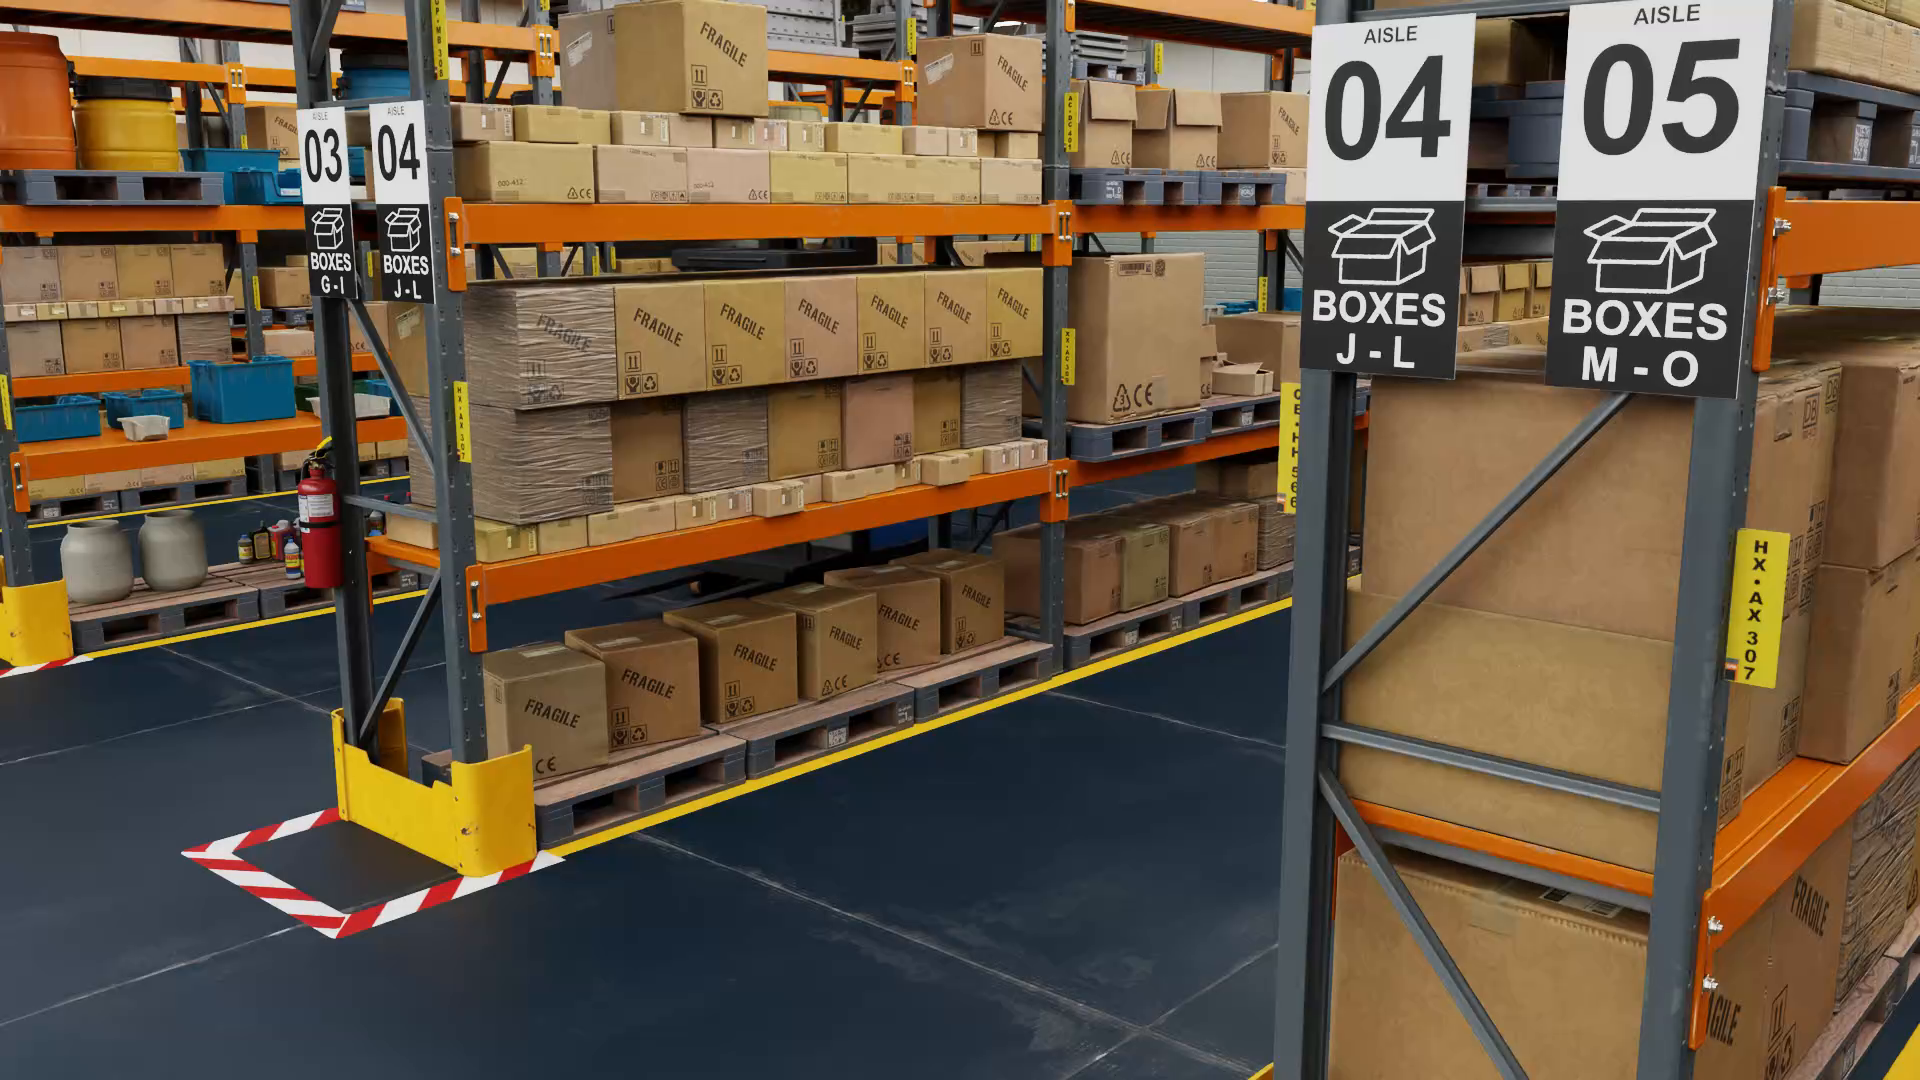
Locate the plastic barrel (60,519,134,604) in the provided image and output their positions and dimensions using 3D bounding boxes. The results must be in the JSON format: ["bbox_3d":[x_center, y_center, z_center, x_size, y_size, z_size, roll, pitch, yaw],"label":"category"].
[{"bbox_3d":[-5.770,0.142,11.120,0.421,0.512,0.421,0,11,0],"label":"plastic barrel"}]

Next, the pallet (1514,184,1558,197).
[{"bbox_3d":[4.927,-3.126,15.034,0.805,0.209,1.217,9,14,38],"label":"pallet"}]

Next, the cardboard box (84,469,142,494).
[{"bbox_3d":[-8.023,-0.608,15.544,0.500,0.250,0.500,10,15,40],"label":"cardboard box"}]

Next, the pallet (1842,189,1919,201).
[{"bbox_3d":[4.442,-1.575,7.270,0.805,0.209,1.217,9,14,38],"label":"pallet"}]

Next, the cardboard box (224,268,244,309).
[{"bbox_3d":[-9.416,-3.231,21.351,0.700,0.500,0.500,10,15,40],"label":"cardboard box"}]

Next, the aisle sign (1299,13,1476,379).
[{"bbox_3d":[0.961,-0.772,3.779,0.394,0.787,0.004,10,15,40],"label":"aisle sign"}]

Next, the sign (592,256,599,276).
[{"bbox_3d":[-4.165,-3.079,19.015,0.100,0.325,0.005,10,15,40],"label":"sign"}]

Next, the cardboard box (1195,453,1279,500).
[{"bbox_3d":[2.093,-0.478,12.288,0.500,0.250,0.500,-10,15,-41],"label":"cardboard box"}]

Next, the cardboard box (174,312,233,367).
[{"bbox_3d":[-7.513,-1.977,16.198,0.700,0.500,0.500,9,15,39],"label":"cardboard box"}]

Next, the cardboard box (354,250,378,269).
[{"bbox_3d":[-8.203,-3.896,23.077,0.500,0.250,0.500,10,15,42],"label":"cardboard box"}]

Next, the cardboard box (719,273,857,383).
[{"bbox_3d":[-0.868,-1.076,8.374,0.500,0.500,0.500,10,15,40],"label":"cardboard box"}]

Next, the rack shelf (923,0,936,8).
[{"bbox_3d":[-1.106,-3.006,8.133,1.077,0.370,4.000,10,15,40],"label":"rack shelf"}]

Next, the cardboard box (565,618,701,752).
[{"bbox_3d":[-1.632,0.713,8.292,0.500,0.500,0.500,-7,13,-33],"label":"cardboard box"}]

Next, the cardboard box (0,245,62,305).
[{"bbox_3d":[-8.506,-2.392,14.962,0.700,0.500,0.500,10,15,40],"label":"cardboard box"}]

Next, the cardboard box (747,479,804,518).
[{"bbox_3d":[-0.996,-0.221,8.299,0.380,0.149,0.250,10,15,40],"label":"cardboard box"}]

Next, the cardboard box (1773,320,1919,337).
[{"bbox_3d":[2.869,-0.453,5.679,0.875,0.550,0.550,10,15,40],"label":"cardboard box"}]

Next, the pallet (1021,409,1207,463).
[{"bbox_3d":[0.828,-0.713,10.611,1.003,0.211,1.213,10,15,40],"label":"pallet"}]

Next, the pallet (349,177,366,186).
[{"bbox_3d":[-3.909,-2.613,12.459,1.213,0.211,1.003,10,15,40],"label":"pallet"}]

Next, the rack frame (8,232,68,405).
[{"bbox_3d":[-10.948,-2.634,19.742,1.000,3.000,0.127,10,15,40],"label":"rack frame"}]

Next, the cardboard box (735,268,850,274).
[{"bbox_3d":[-0.933,-1.218,9.082,0.500,0.500,0.500,10,15,40],"label":"cardboard box"}]

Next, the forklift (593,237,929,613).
[{"bbox_3d":[-1.332,-1.033,11.900,1.130,2.935,3.031,8,14,33],"label":"forklift"}]

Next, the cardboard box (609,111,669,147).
[{"bbox_3d":[-1.519,-1.838,7.460,0.380,0.149,0.250,11,15,43],"label":"cardboard box"}]

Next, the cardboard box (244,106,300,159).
[{"bbox_3d":[-6.788,-4.051,16.574,0.500,0.500,0.500,10,15,41],"label":"cardboard box"}]

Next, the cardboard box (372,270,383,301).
[{"bbox_3d":[-7.795,-3.466,22.840,0.500,0.500,0.500,10,15,42],"label":"cardboard box"}]

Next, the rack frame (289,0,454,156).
[{"bbox_3d":[-2.426,-3.067,6.589,1.000,3.000,0.127,10,15,40],"label":"rack frame"}]

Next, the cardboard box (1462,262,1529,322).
[{"bbox_3d":[4.618,-2.237,14.934,0.797,0.503,0.637,10,15,41],"label":"cardboard box"}]

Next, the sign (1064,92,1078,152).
[{"bbox_3d":[0.627,-2.369,9.433,0.100,0.325,0.005,10,15,40],"label":"sign"}]

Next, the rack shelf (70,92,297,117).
[{"bbox_3d":[-9.628,-5.322,20.738,1.077,0.370,4.000,10,15,40],"label":"rack shelf"}]

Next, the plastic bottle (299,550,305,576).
[{"bbox_3d":[-4.647,0.150,11.824,0.097,0.201,0.097,0,11,0],"label":"plastic bottle"}]

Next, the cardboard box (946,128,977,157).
[{"bbox_3d":[-0.129,-2.145,9.000,0.380,0.149,0.250,9,14,38],"label":"cardboard box"}]

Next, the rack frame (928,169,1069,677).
[{"bbox_3d":[0.214,-0.713,10.123,1.000,3.000,0.127,10,15,40],"label":"rack frame"}]

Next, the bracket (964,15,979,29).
[{"bbox_3d":[0.211,-9.980,32.012,0.235,0.232,0.430,10,15,40],"label":"bracket"}]

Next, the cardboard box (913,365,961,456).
[{"bbox_3d":[-0.486,-0.781,9.447,0.875,0.500,0.500,10,15,40],"label":"cardboard box"}]

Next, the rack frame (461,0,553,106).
[{"bbox_3d":[-3.506,-4.295,12.742,1.000,3.000,0.127,10,15,40],"label":"rack frame"}]

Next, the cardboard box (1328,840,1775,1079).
[{"bbox_3d":[1.631,1.259,4.601,0.875,0.875,0.875,10,15,41],"label":"cardboard box"}]

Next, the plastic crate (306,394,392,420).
[{"bbox_3d":[-4.388,-0.953,11.995,0.530,0.136,0.437,10,15,40],"label":"plastic crate"}]

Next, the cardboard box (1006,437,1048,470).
[{"bbox_3d":[0.293,-0.520,9.799,0.380,0.149,0.250,10,15,40],"label":"cardboard box"}]

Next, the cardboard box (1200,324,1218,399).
[{"bbox_3d":[1.289,-1.237,11.409,0.637,0.503,0.797,-10,15,-42],"label":"cardboard box"}]

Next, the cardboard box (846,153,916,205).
[{"bbox_3d":[-0.575,-1.859,8.583,0.500,0.250,0.500,10,15,40],"label":"cardboard box"}]

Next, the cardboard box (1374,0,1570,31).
[{"bbox_3d":[1.346,-1.375,4.074,0.500,0.250,0.500,10,15,41],"label":"cardboard box"}]

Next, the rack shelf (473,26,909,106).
[{"bbox_3d":[-2.186,-4.041,14.325,1.077,0.370,4.000,10,15,40],"label":"rack shelf"}]

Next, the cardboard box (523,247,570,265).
[{"bbox_3d":[-6.128,-4.208,24.641,0.500,0.250,0.500,10,15,42],"label":"cardboard box"}]

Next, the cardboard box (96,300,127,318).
[{"bbox_3d":[-7.916,-2.144,15.378,0.380,0.149,0.250,10,15,40],"label":"cardboard box"}]

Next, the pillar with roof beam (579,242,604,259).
[{"bbox_3d":[-2.621,-6.412,23.337,9.100,9.000,0.400,10,15,40],"label":"pillar with roof beam"}]

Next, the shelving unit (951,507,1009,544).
[{"bbox_3d":[0.109,-1.054,14.127,0.431,2.100,0.503,10,15,40],"label":"shelving unit"}]

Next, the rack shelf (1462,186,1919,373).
[{"bbox_3d":[2.553,-0.881,5.141,1.077,0.370,4.000,10,15,40],"label":"rack shelf"}]

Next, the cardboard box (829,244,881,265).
[{"bbox_3d":[-1.421,-3.744,22.489,0.500,0.500,0.500,10,15,42],"label":"cardboard box"}]

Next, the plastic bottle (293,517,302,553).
[{"bbox_3d":[-4.985,-0.026,12.513,0.152,0.276,0.135,9,15,39],"label":"plastic bottle"}]

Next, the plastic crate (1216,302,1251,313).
[{"bbox_3d":[3.570,-2.976,21.726,0.416,0.233,0.300,10,15,40],"label":"plastic crate"}]

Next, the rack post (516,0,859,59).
[{"bbox_3d":[-2.271,-4.694,14.228,1.013,1.000,3.121,10,15,40],"label":"rack post"}]

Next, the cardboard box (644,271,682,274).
[{"bbox_3d":[-3.506,-3.055,20.521,0.500,0.500,0.700,-9,14,-37],"label":"cardboard box"}]
